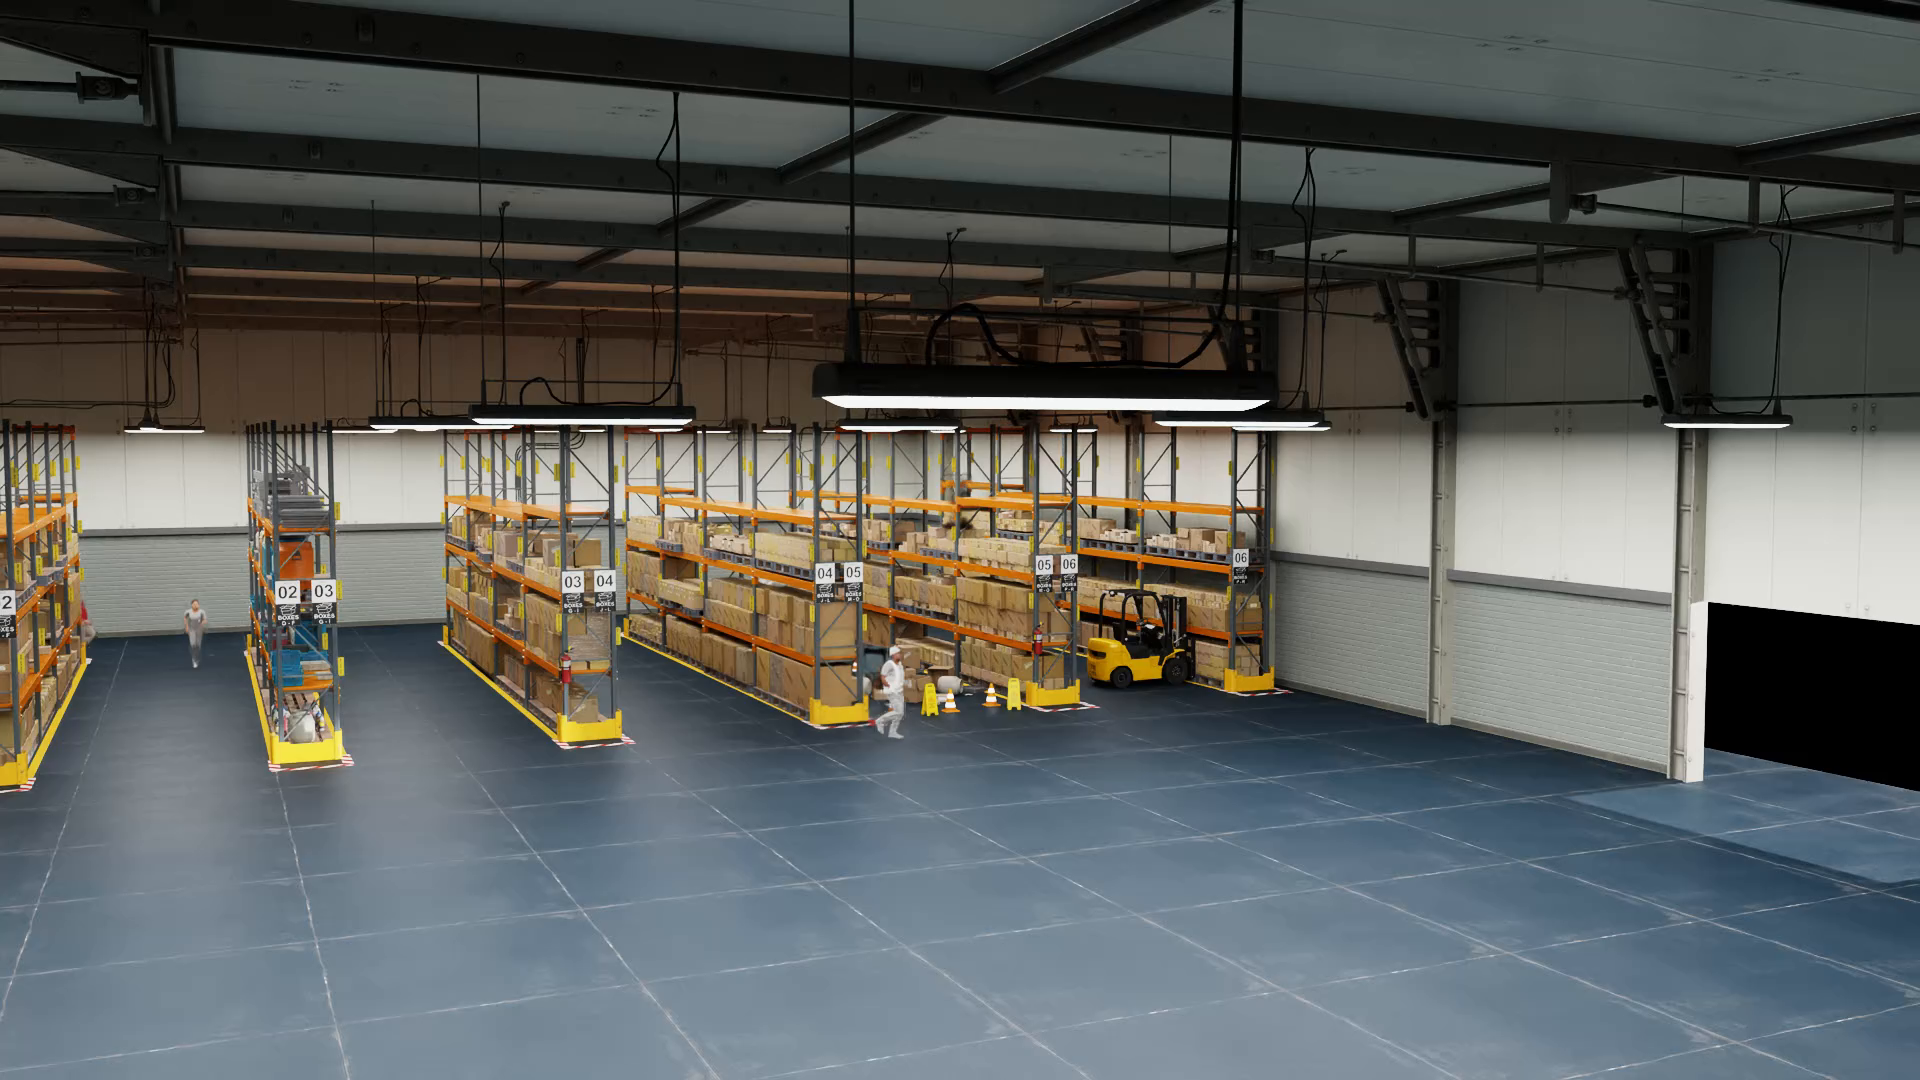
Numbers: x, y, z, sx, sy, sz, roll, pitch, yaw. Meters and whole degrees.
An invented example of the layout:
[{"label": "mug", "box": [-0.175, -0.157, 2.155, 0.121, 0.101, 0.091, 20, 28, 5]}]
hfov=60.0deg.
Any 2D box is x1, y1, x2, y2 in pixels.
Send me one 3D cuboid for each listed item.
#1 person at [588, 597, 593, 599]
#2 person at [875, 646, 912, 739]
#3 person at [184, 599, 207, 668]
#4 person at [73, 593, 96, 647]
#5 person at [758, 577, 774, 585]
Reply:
[{"label": "person", "box": [-10.676, 1.946, 46.930, 0.639, 1.677, 0.567, -1, 4, -16]}, {"label": "person", "box": [-1.254, 2.885, 31.531, 0.640, 1.749, 0.672, 1, 4, 18]}, {"label": "person", "box": [-19.025, 2.321, 41.398, 0.497, 1.716, 0.865, -2, 4, -33]}, {"label": "person", "box": [-22.635, 2.197, 42.857, 0.600, 1.698, 0.681, -1, 4, -20]}, {"label": "person", "box": [-6.167, 1.612, 51.862, 0.711, 1.764, 0.918, 3, 5, 42]}]
